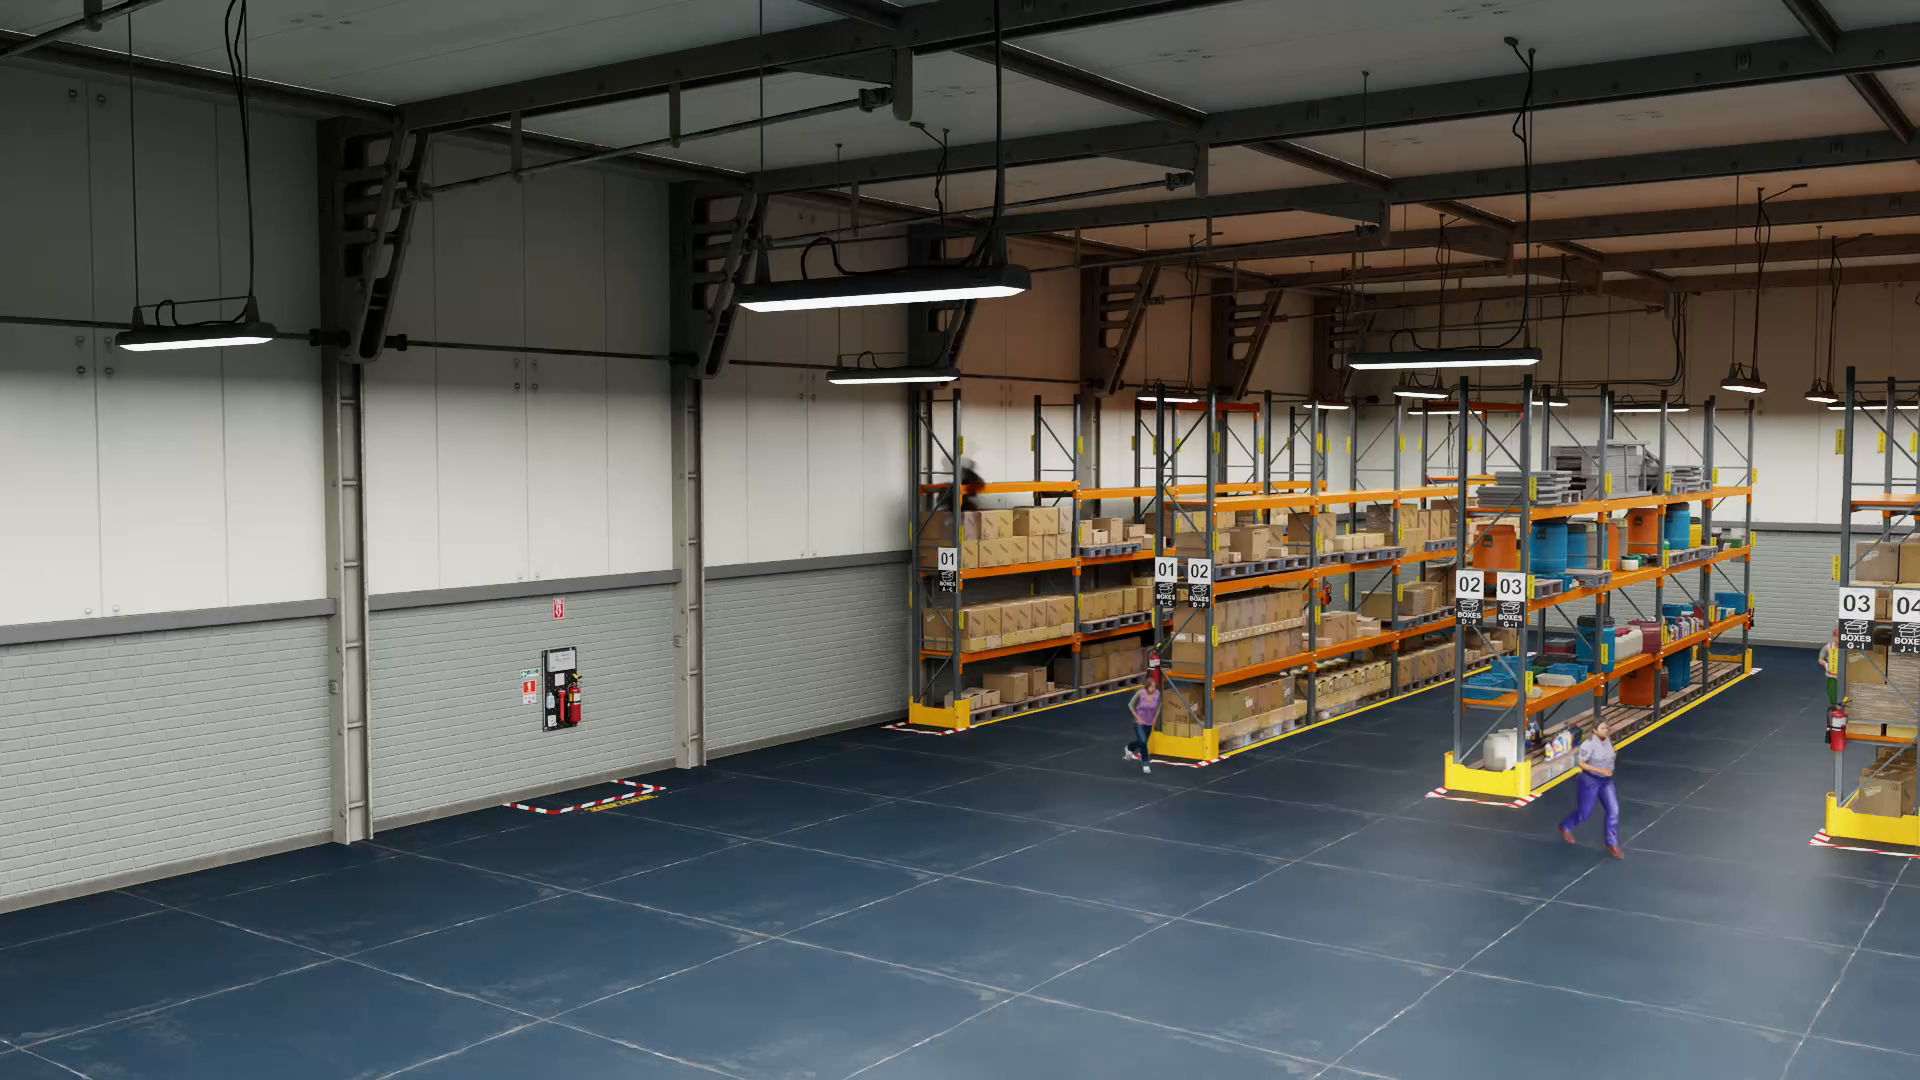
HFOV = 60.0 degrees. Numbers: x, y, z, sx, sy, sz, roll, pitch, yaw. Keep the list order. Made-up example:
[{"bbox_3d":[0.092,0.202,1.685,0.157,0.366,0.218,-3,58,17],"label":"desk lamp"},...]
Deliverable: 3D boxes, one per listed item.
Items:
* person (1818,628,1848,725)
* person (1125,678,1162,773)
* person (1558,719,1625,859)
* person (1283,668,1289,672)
[{"bbox_3d":[15.454,2.462,29.222,0.687,1.850,0.743,2,4,37],"label":"person"},{"bbox_3d":[2.805,2.824,25.611,0.542,1.501,0.890,-1,3,-15],"label":"person"},{"bbox_3d":[7.809,3.023,20.506,0.581,1.653,0.915,-1,4,-23],"label":"person"},{"bbox_3d":[6.726,2.141,35.042,0.700,1.762,0.881,2,4,27],"label":"person"}]
